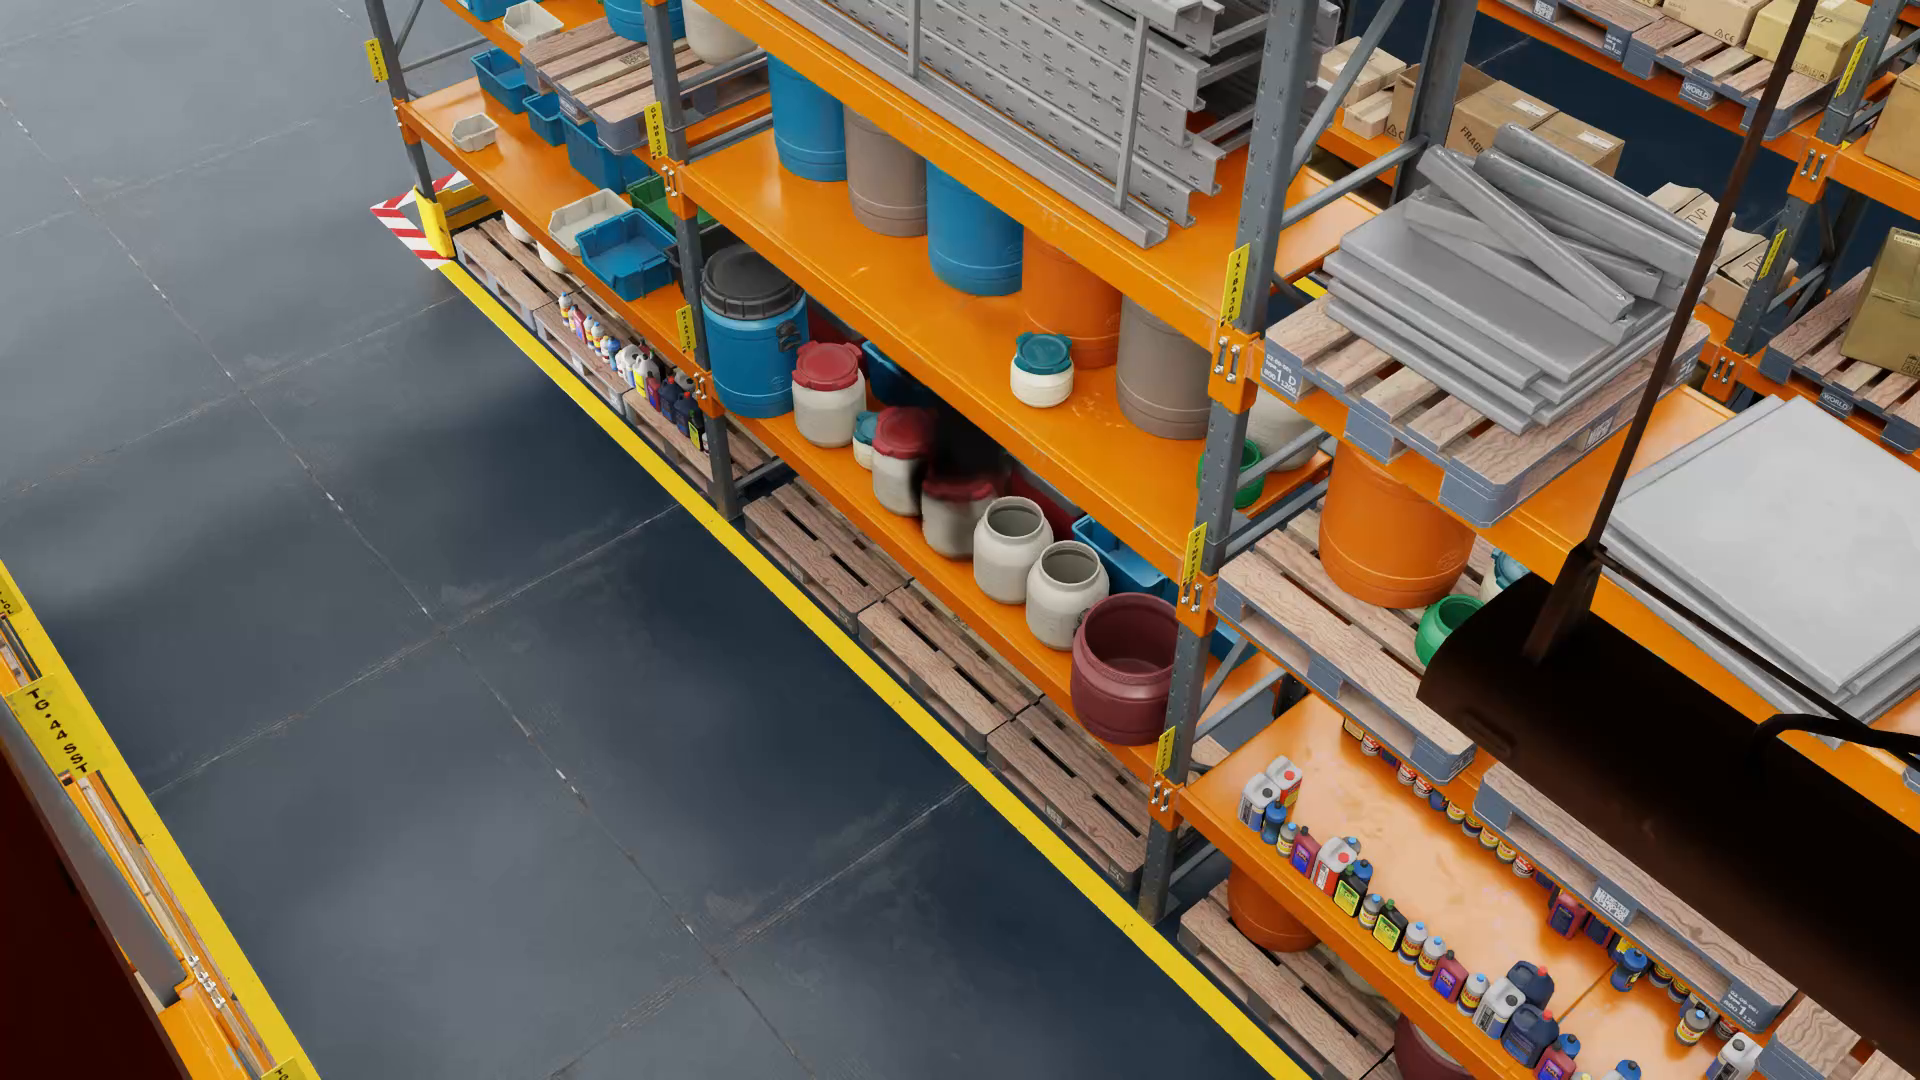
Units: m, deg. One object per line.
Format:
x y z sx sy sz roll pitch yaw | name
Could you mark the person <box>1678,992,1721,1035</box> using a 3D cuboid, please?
1.686 5.167 4.956 7.258 1.725 4.278 -29 53 -25 | person
